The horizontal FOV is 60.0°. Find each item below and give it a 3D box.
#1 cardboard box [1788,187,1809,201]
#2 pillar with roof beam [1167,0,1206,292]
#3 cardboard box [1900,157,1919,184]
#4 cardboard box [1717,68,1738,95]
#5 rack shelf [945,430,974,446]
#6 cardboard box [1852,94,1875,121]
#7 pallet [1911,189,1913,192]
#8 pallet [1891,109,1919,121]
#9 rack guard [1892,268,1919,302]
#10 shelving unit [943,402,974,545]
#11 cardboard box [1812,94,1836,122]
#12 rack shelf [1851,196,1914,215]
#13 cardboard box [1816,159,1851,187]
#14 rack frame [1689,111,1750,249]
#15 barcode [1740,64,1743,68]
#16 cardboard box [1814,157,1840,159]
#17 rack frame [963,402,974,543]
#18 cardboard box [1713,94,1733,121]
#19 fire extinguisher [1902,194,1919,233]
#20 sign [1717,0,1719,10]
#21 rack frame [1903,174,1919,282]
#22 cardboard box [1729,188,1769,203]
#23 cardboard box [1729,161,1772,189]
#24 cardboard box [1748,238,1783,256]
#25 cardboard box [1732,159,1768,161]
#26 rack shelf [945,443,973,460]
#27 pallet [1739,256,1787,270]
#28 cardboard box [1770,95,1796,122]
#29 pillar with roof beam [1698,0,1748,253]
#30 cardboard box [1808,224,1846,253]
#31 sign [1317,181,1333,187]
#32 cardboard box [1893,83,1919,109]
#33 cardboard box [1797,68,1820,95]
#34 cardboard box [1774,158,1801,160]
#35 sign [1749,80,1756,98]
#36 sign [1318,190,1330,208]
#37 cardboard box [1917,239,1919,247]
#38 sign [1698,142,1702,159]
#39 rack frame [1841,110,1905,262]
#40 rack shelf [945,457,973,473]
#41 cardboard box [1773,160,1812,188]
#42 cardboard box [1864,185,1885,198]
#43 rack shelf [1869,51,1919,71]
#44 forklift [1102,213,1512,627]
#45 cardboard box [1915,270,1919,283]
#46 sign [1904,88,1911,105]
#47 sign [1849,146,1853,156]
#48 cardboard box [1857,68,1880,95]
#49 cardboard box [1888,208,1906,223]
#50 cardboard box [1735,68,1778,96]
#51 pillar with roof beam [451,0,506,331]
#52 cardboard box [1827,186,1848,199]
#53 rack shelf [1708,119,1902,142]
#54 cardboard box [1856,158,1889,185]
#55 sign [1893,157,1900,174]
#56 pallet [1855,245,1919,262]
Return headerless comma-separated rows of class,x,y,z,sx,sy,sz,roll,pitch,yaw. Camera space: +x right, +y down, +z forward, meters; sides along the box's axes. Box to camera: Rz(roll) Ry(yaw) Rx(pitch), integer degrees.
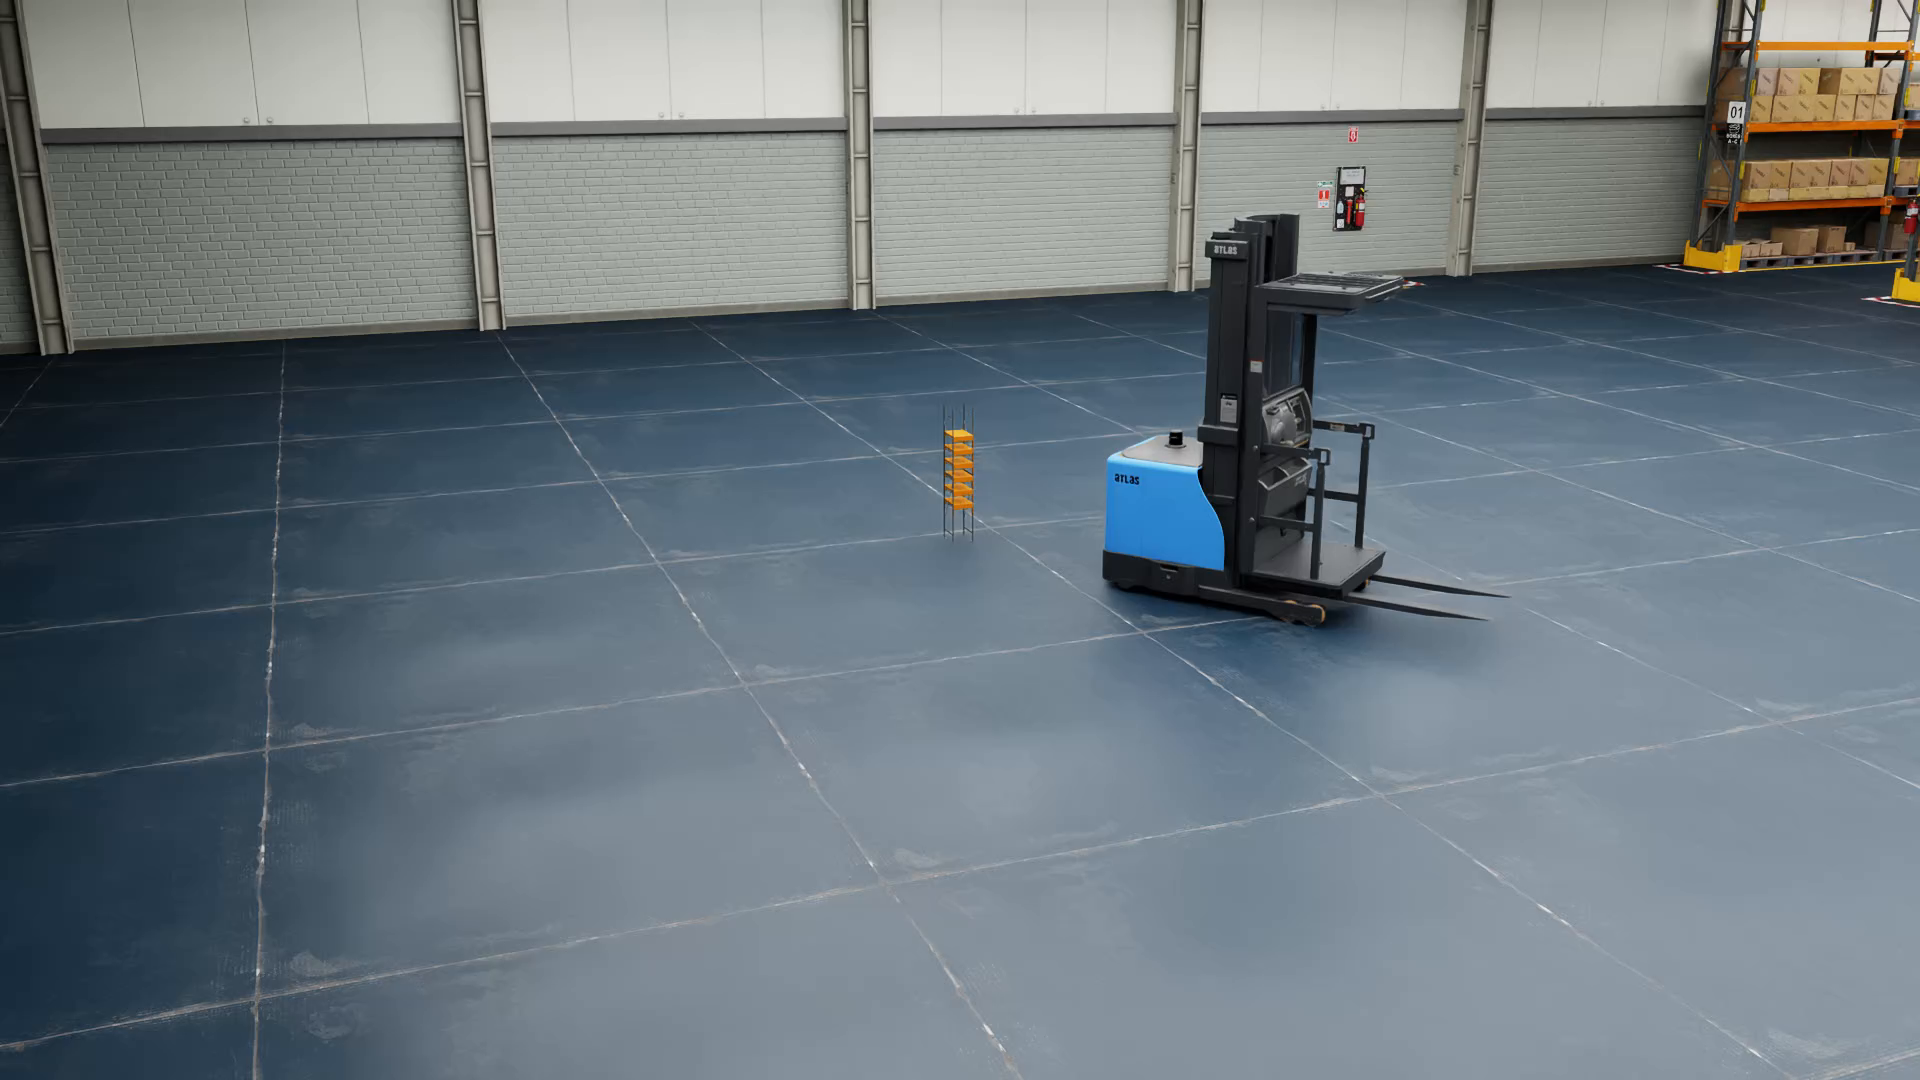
cardboard box,16.350,-6.842,32.805,0.500,0.250,0.500,-6,18,-21
pillar with roof beam,5.502,-7.667,24.736,0.400,9.000,9.100,-6,17,-20
cardboard box,19.570,-7.592,34.170,0.500,0.500,0.700,-4,17,-14
cardboard box,15.132,-8.922,32.345,0.500,0.500,0.500,-5,17,-18
rack shelf,-0.014,-0.877,14.335,0.180,0.103,0.258,-6,17,-20
cardboard box,17.698,-8.570,32.920,0.500,0.500,0.500,-8,18,-25
pallet,20.460,-7.337,34.601,1.213,0.211,1.003,-6,17,-20
pallet,19.173,-8.620,33.637,1.003,0.211,1.213,-6,17,-20
rack guard,16.577,-4.328,28.450,0.348,0.500,1.175,-6,17,-20
shelving unit,-0.014,-0.574,14.424,0.189,1.200,0.258,-6,17,-20
cardboard box,16.715,-8.456,32.532,0.500,0.500,0.500,-5,17,-17
rack shelf,20.426,-7.093,34.705,4.000,0.370,1.077,-6,17,-20
cardboard box,17.289,-7.305,33.050,0.500,0.500,0.500,-7,18,-22
rack frame,14.823,-6.833,32.543,0.127,3.000,1.000,-6,17,-20
barcode,15.307,-9.291,32.573,0.075,0.075,0.001,-6,17,-20
cardboard box,17.560,-7.490,33.681,0.500,0.500,0.500,-6,17,-20
rack frame,0.072,-0.583,14.456,0.006,1.200,0.240,-6,17,-20
cardboard box,15.122,-8.439,32.474,0.500,0.500,0.500,-5,17,-16
fire extinguisher,16.323,-5.603,28.493,0.183,0.674,0.296,-6,17,-20
sign,14.644,-10.384,32.048,0.005,0.325,0.100,-6,17,-20
rack frame,16.599,-5.530,28.106,0.127,3.000,1.000,-6,17,-20
cardboard box,15.392,-6.736,32.445,0.500,0.250,0.500,-7,18,-22
cardboard box,15.377,-7.100,32.351,0.500,0.500,0.500,-6,17,-20
cardboard box,16.034,-5.858,33.213,0.500,0.311,0.500,-5,17,-15
cardboard box,15.661,-7.282,32.972,0.500,0.500,0.500,-6,17,-19
rack shelf,-0.014,-0.762,14.369,0.180,0.103,0.258,-6,17,-20
pallet,15.665,-5.575,33.210,1.213,0.211,1.003,-6,17,-20
cardboard box,15.739,-8.343,32.147,0.500,0.500,0.500,-5,17,-16
pillar with roof beam,16.708,-8.877,28.856,0.400,9.000,9.100,-6,17,-20
cardboard box,17.604,-6.133,33.815,0.500,0.500,0.500,-8,18,-24
sign,6.698,-6.528,30.501,0.331,0.109,0.001,-6,17,-20
cardboard box,19.098,-8.959,33.537,0.500,0.500,0.500,-4,17,-12
cardboard box,16.231,-8.876,32.191,0.500,0.500,0.500,-6,17,-19
cardboard box,16.612,-7.386,33.327,0.500,0.500,0.500,-6,17,-19
sign,15.017,-8.549,31.512,0.005,0.325,0.100,-6,17,-20
sign,6.690,-6.276,30.582,0.234,0.329,0.001,-6,17,-20
cardboard box,19.704,-6.392,34.697,0.500,0.500,0.700,-7,18,-21
sign,14.643,-7.688,32.840,0.005,0.325,0.100,-6,17,-20
rack frame,18.558,-7.236,33.917,0.127,3.000,1.000,-6,17,-20
rack shelf,-0.014,-0.647,14.403,0.180,0.103,0.258,-6,17,-20
cardboard box,16.326,-7.197,32.683,0.500,0.500,0.500,-7,18,-22
cardboard box,18.225,-7.047,33.501,0.500,0.250,0.500,-6,17,-20
rack shelf,20.426,-9.779,33.916,4.000,0.370,1.077,-6,17,-20
forklift,2.663,-0.929,12.561,3.031,2.935,1.130,10,19,30
cardboard box,16.994,-4.544,28.883,0.500,0.250,0.500,-6,17,-20
sign,18.760,-8.782,32.938,0.005,0.325,0.100,-6,17,-20
sign,18.356,-7.938,34.250,0.005,0.325,0.100,-6,17,-20
cardboard box,17.677,-9.033,32.723,0.500,0.500,0.500,-5,17,-17
cardboard box,19.650,-6.732,34.523,0.500,0.250,0.500,-7,18,-21
cardboard box,15.270,-8.785,31.878,0.500,0.500,0.500,-8,18,-24
pillar with roof beam,-5.703,-6.457,20.617,0.400,9.000,9.100,-6,17,-20
cardboard box,17.292,-6.944,33.151,0.500,0.250,0.500,-6,17,-20
rack shelf,16.691,-8.129,32.909,4.000,0.370,1.077,-6,17,-20
cardboard box,18.228,-7.405,33.390,0.500,0.500,0.500,-6,17,-20
sign,18.760,-7.510,33.311,0.005,0.325,0.100,-6,17,-20
pallet,19.285,-5.977,34.578,1.213,0.211,1.003,-6,17,-20
